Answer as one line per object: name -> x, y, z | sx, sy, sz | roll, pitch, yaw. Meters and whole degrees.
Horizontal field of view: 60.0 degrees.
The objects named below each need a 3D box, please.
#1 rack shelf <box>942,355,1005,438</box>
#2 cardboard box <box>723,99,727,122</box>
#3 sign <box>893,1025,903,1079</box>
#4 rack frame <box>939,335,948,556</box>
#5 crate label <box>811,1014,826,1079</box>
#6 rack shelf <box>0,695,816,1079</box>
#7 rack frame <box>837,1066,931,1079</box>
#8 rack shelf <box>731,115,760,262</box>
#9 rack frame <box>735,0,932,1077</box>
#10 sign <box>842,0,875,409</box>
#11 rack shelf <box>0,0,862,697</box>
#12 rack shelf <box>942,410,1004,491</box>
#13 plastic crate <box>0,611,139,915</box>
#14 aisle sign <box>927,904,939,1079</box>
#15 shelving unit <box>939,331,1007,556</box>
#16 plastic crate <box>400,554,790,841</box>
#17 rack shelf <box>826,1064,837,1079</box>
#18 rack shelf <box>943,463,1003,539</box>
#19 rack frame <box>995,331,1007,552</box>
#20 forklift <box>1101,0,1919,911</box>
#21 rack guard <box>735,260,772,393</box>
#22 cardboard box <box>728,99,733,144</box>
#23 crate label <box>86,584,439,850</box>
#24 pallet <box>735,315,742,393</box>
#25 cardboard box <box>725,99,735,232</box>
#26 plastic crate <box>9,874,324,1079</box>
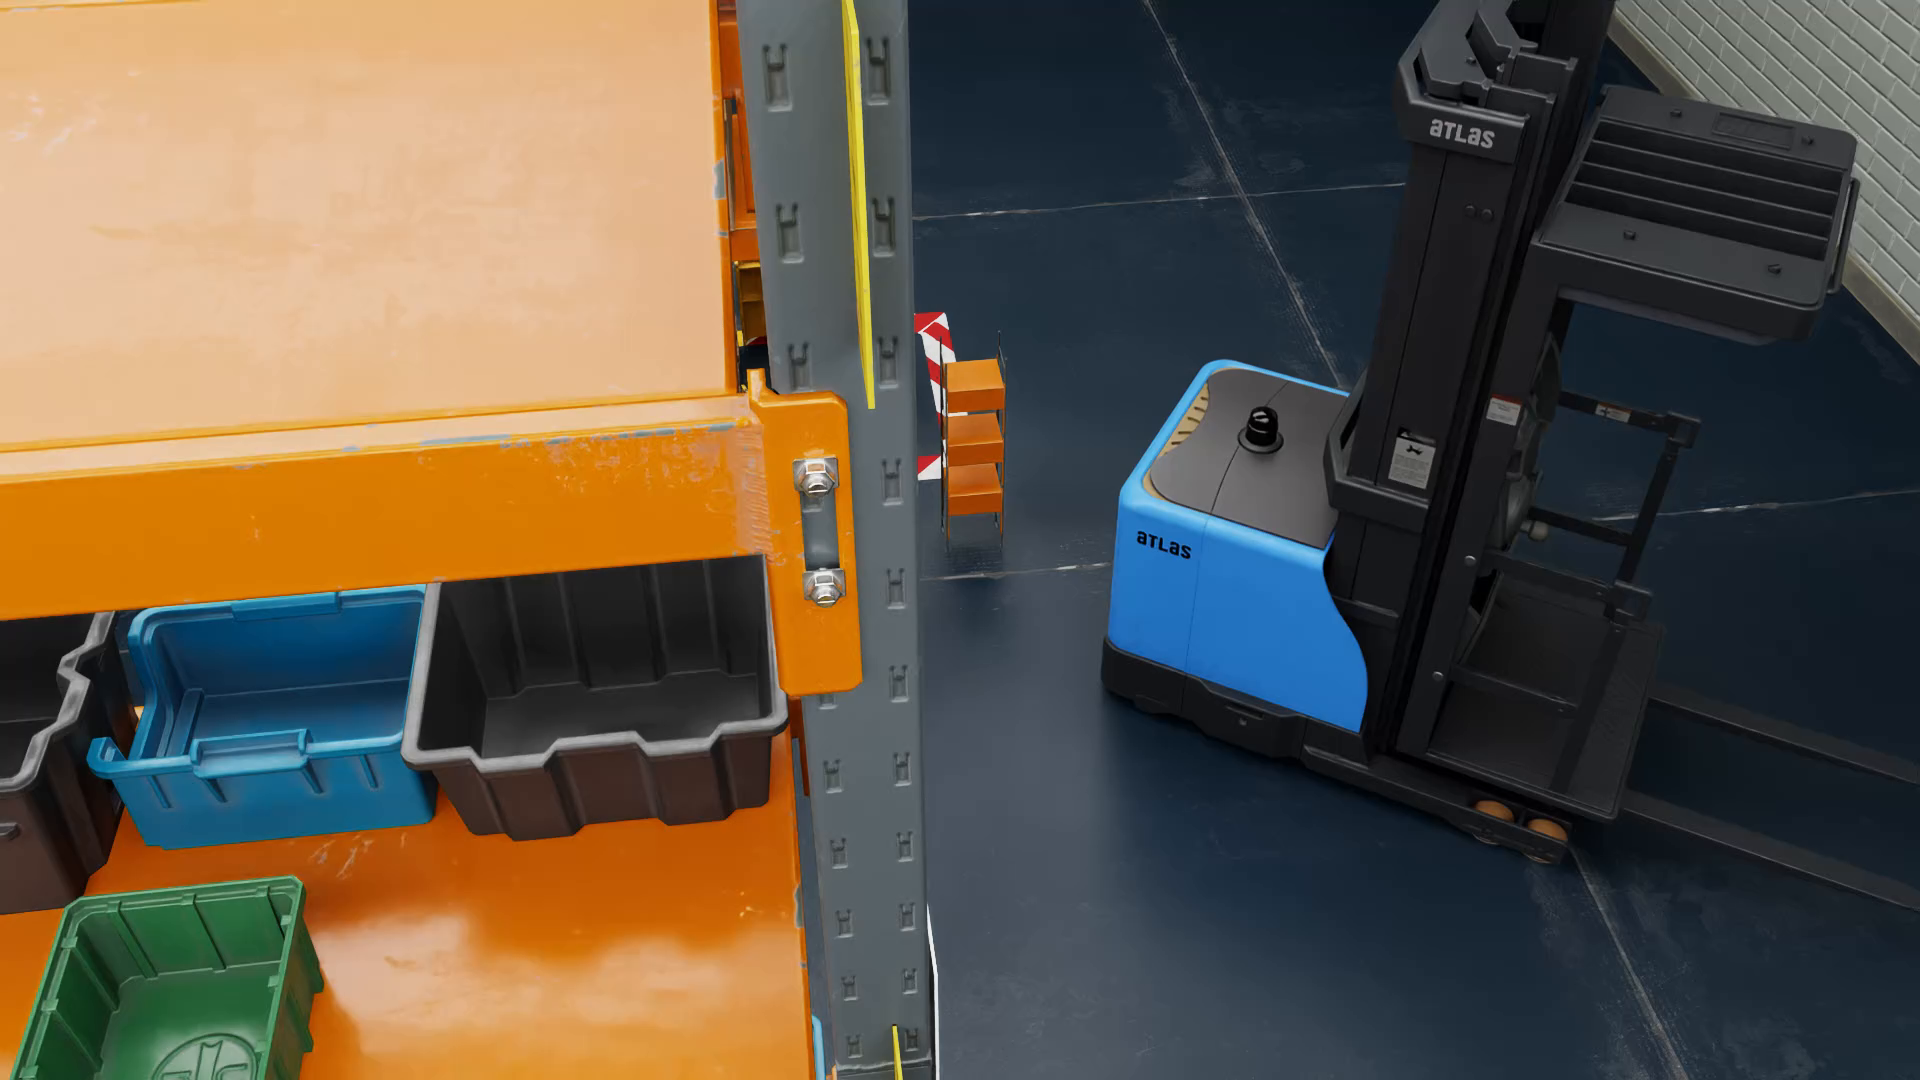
rack shelf -> 0.053, -0.597, 6.936 | 0.240, 0.259, 0.215 | -5, 42, -6
cardboard box -> -1.209, -1.991, 6.612 | 0.500, 0.500, 0.500 | -5, 42, -6
sign -> -0.078, 0.775, 2.205 | 0.005, 0.325, 0.100 | -5, 42, -6
rack frame -> -0.068, -0.384, 7.107 | 0.008, 1.050, 0.200 | -5, 42, -6
crate label -> -0.453, 1.329, 3.833 | 0.303, 0.233, 0.416 | -5, 42, -6
rack shelf -> -2.148, 0.813, 2.622 | 4.000, 0.370, 1.077 | -5, 42, -6
rack frame -> -0.165, 1.486, 3.578 | 0.127, 3.000, 1.000 | -5, 42, -6
rack shelf -> -2.787, -1.363, 7.274 | 4.000, 0.370, 1.077 | -5, 42, -6
rack frame -> -0.165, -0.742, 1.569 | 0.127, 3.000, 1.000 | -5, 42, -6
sign -> -0.078, -0.258, 1.273 | 0.005, 0.325, 0.100 | -5, 42, -6
rack shelf -> -2.148, -0.152, 1.751 | 4.000, 0.370, 1.077 | -5, 42, -6
rack shelf -> 0.053, -0.387, 7.126 | 0.240, 0.259, 0.215 | -5, 42, -6
plastic crate -> -1.716, 0.345, 2.649 | 0.767, 0.338, 0.504 | -5, 42, -6
aisle sign -> -0.056, 0.709, 2.499 | 0.004, 0.787, 0.394 | -5, 42, -6
shelving unit -> 0.053, -0.394, 7.119 | 0.252, 1.050, 0.215 | -5, 42, -6
plastic crate -> -0.583, 0.269, 2.785 | 0.590, 0.269, 0.497 | -5, 42, -6
rack shelf -> -2.148, 1.927, 3.626 | 4.000, 0.370, 1.077 | -5, 42, -6
rack shelf -> 0.053, -0.180, 7.312 | 0.240, 0.259, 0.215 | -5, 42, -6
rack frame -> 0.174, -0.405, 7.130 | 0.008, 1.050, 0.200 | -5, 42, -6
forklift -> 2.122, -0.306, 5.616 | 3.031, 2.935, 1.130 | 19, 45, 20
rack guard -> -0.879, -0.869, 8.055 | 0.348, 0.500, 1.175 | -5, 42, -6
cardboard box -> -1.278, -1.978, 7.343 | 0.500, 0.500, 0.500 | -4, 42, -5
crate label -> -1.122, 0.293, 2.772 | 0.502, 0.251, 0.408 | -5, 42, -6
pallet -> -1.669, -0.692, 8.075 | 1.213, 0.211, 1.003 | -5, 42, -6
cardboard box -> -1.212, -1.621, 6.949 | 0.500, 0.500, 0.500 | -4, 42, -4
plastic crate -> -1.106, 0.726, 2.339 | 0.336, 0.188, 0.450 | -5, 42, -6
